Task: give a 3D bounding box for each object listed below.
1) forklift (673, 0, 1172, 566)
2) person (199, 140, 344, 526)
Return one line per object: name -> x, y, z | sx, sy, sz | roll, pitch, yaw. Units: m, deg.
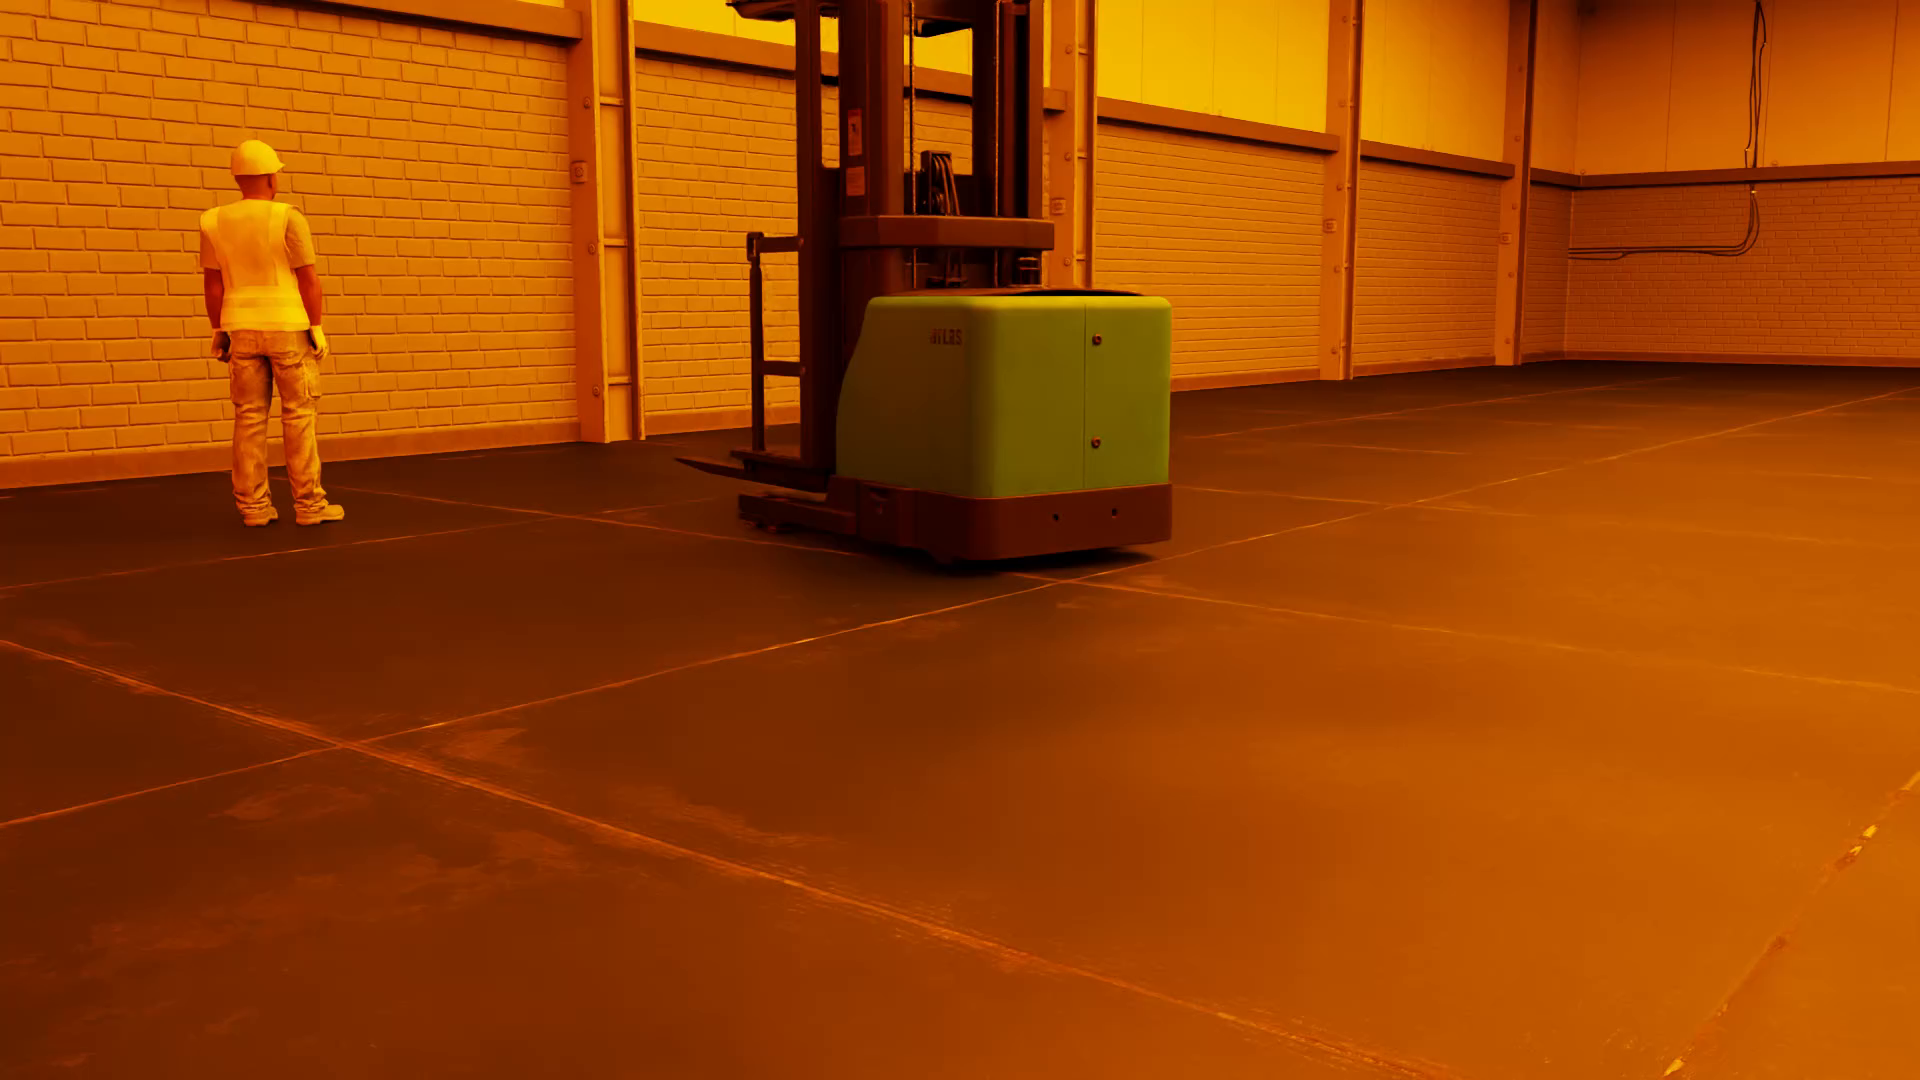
forklift -> -0.380, -1.517, 7.651 | 1.130, 2.935, 3.031 | -6, 10, -35
person -> -3.252, -0.965, 7.837 | 0.542, 1.789, 0.385 | 0, 8, 0
